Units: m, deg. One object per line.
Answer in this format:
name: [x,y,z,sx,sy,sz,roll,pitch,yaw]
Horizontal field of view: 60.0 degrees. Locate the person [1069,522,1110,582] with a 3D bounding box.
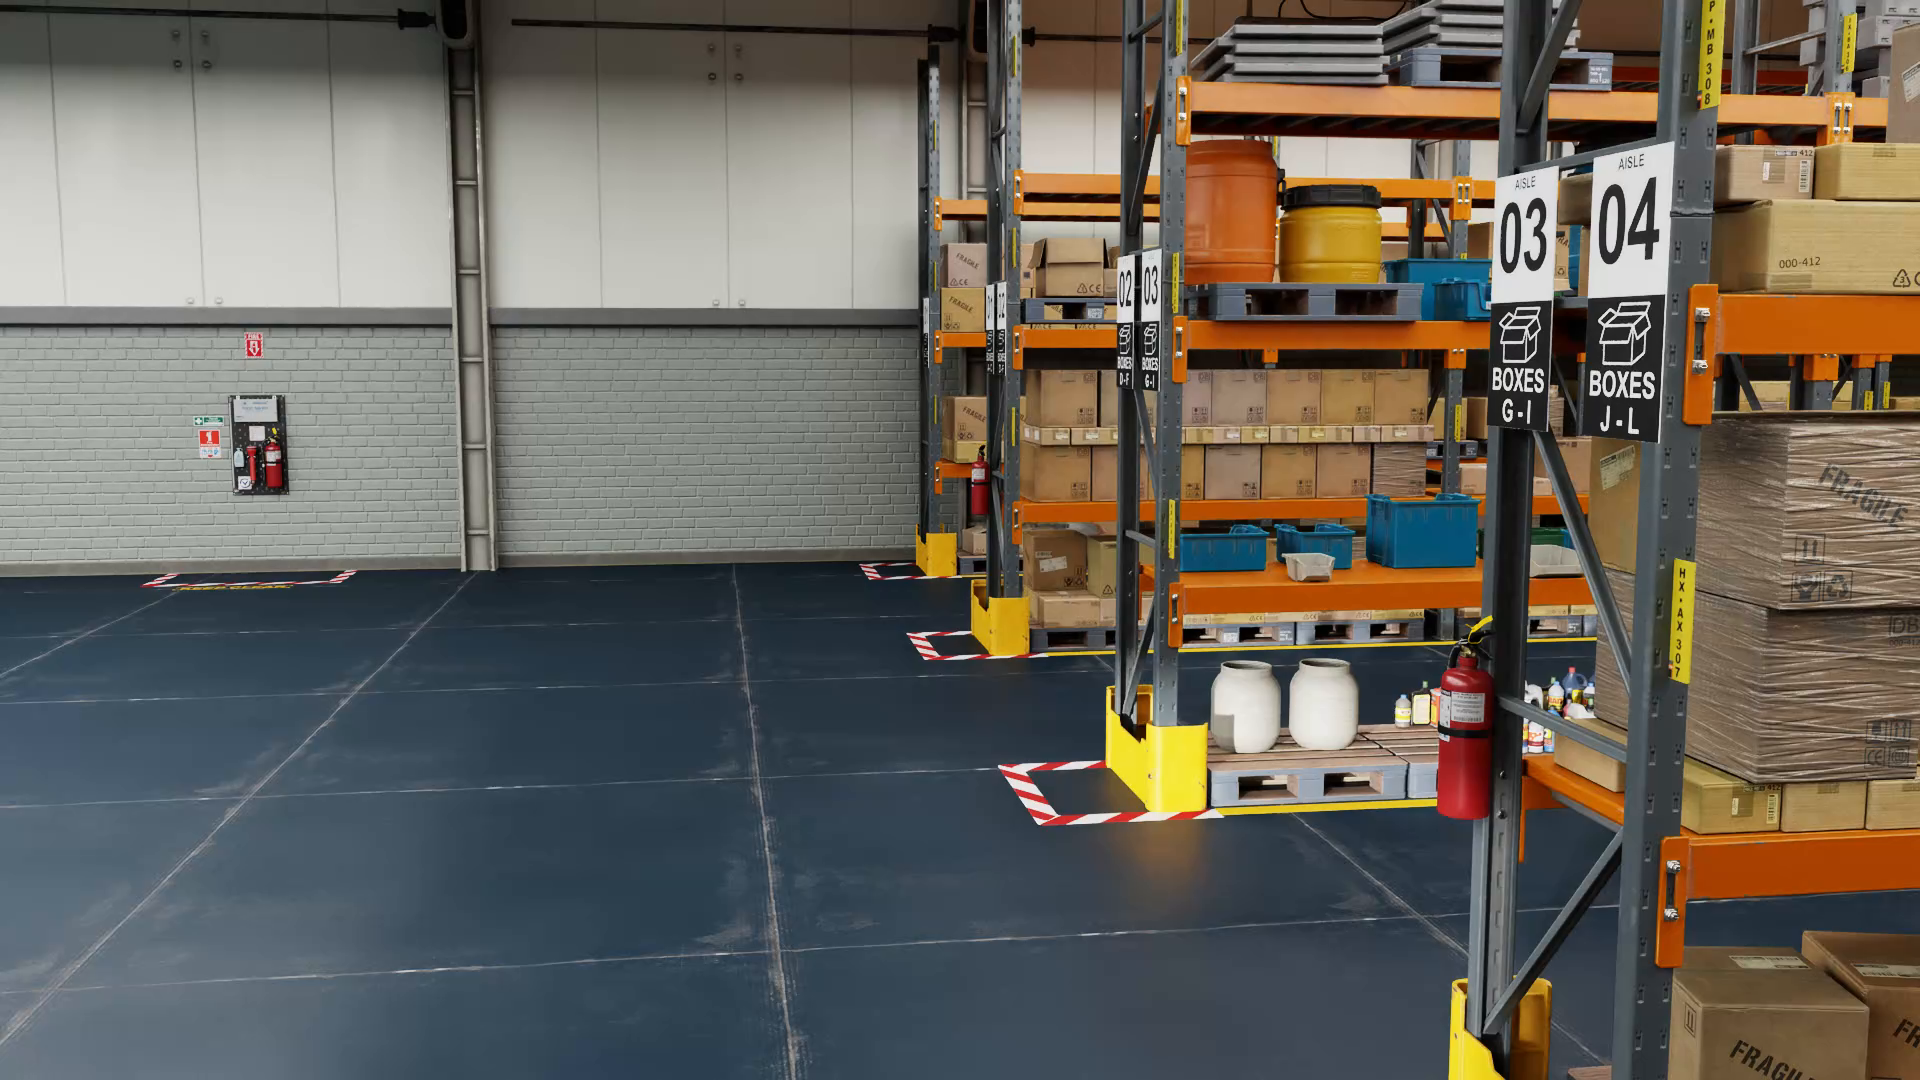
person: [1.233,-0.038,16.583,0.478,1.540,0.550,-1,7,-6]
